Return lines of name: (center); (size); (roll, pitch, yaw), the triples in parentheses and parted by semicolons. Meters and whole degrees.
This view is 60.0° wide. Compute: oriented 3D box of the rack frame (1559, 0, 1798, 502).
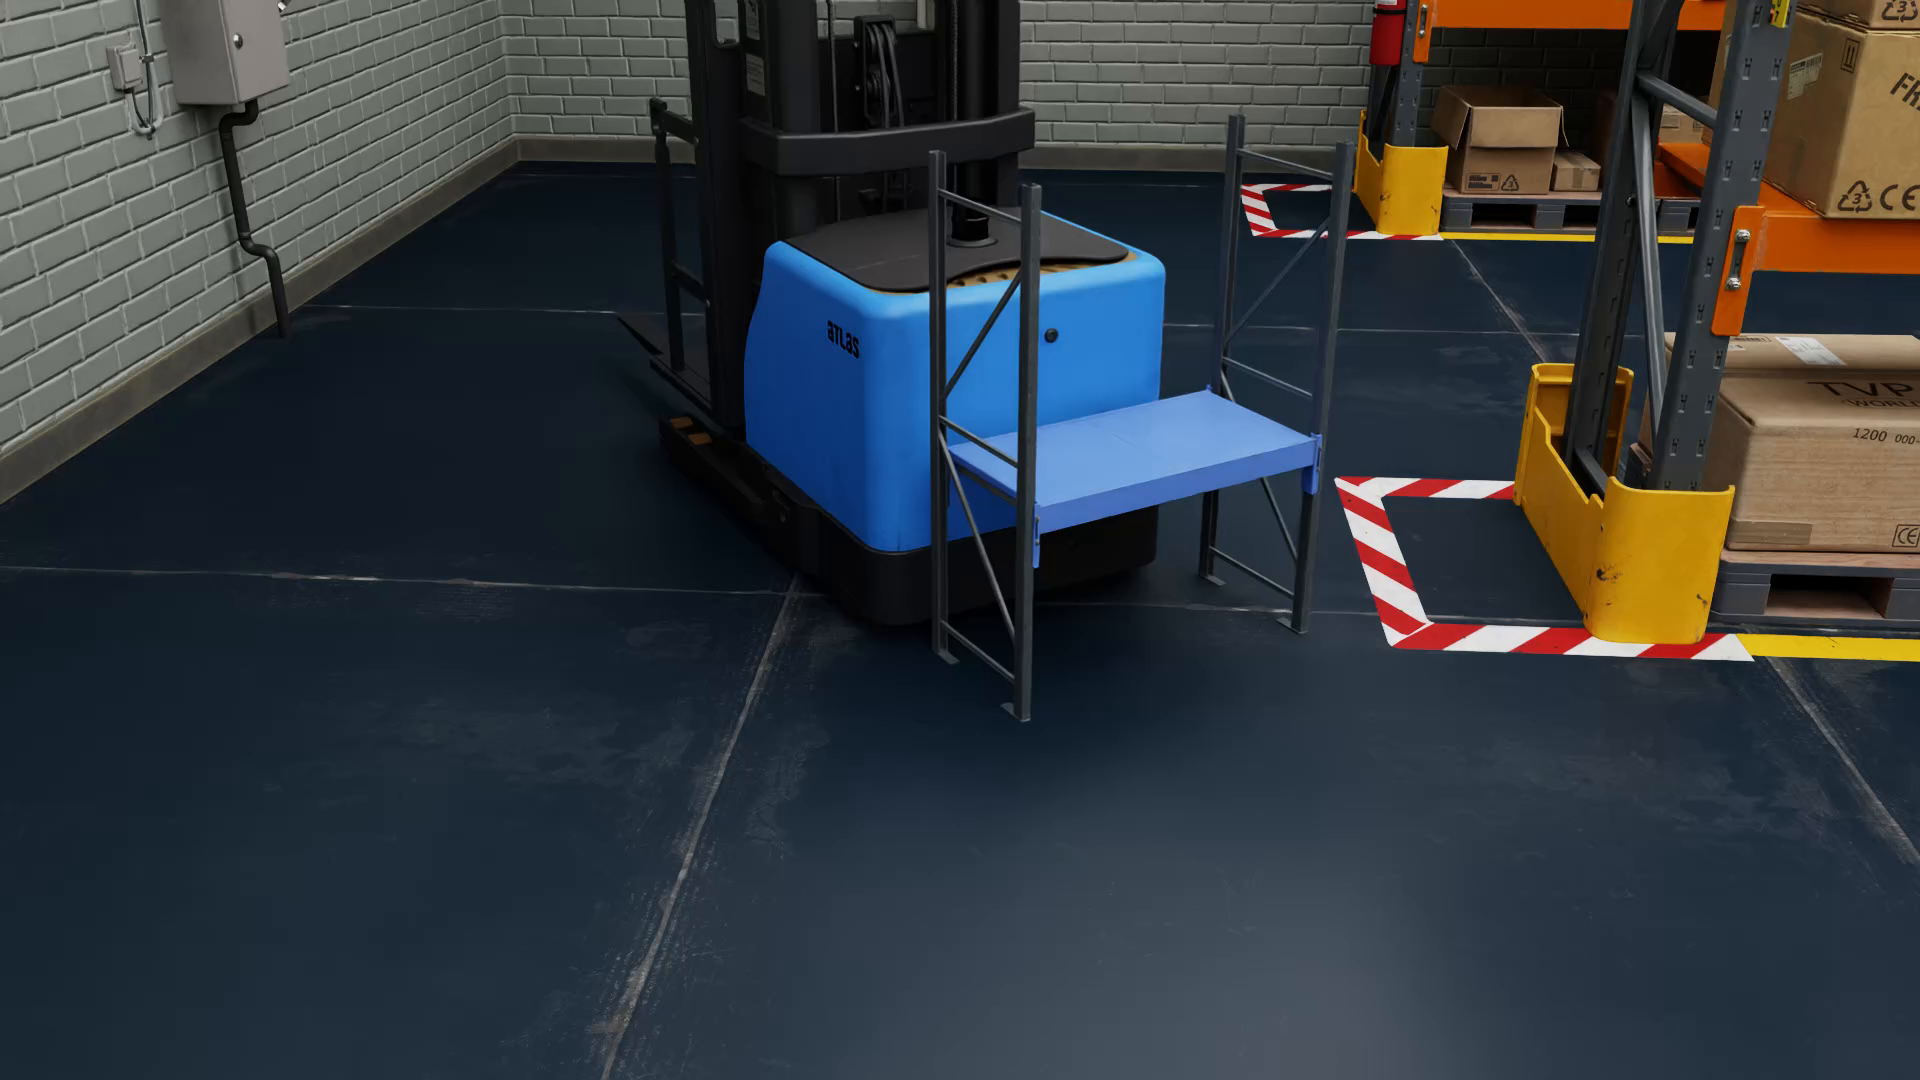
rack frame: (2.174, -1.289, 4.964); (0.127, 3.000, 1.000); (2, 25, 4)

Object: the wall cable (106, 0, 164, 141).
wall cable: (-3.353, -2.513, 6.408); (0.122, 1.984, 0.588); (2, 25, 4)

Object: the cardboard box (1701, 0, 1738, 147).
cardboard box: (2.675, -1.430, 5.149); (0.500, 0.500, 0.500); (2, 25, 4)

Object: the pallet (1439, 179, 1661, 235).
pallet: (3.421, -2.064, 9.983); (1.213, 0.211, 1.003); (2, 25, 4)

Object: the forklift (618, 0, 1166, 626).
forklift: (-0.505, -1.651, 5.832); (1.130, 2.935, 3.031); (-13, 28, -26)

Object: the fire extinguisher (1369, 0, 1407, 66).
fire extinguisher: (2.368, -2.966, 9.146); (0.183, 0.674, 0.296); (2, 25, 4)

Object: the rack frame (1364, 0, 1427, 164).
rack frame: (2.550, -3.358, 9.460); (0.127, 3.000, 1.000); (2, 25, 4)

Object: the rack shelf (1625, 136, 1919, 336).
rack shelf: (4.168, -0.899, 4.975); (4.000, 0.370, 1.077); (2, 25, 4)

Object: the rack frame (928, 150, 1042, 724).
rack frame: (0.057, -0.260, 4.522); (0.032, 1.500, 0.500); (-14, 28, -28)

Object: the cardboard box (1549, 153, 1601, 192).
cardboard box: (3.574, -2.165, 9.775); (0.250, 0.149, 0.380); (1, 25, 2)

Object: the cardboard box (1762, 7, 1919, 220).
cardboard box: (2.631, -1.200, 4.649); (0.500, 0.500, 0.500); (2, 25, 4)

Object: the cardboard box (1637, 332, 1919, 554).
cardboard box: (2.840, -0.337, 5.456); (0.875, 0.438, 0.875); (1, 25, 2)

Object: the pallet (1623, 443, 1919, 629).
pallet: (2.977, -0.030, 5.562); (1.213, 0.211, 1.003); (2, 25, 4)

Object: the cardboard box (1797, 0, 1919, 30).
cardboard box: (2.631, -1.655, 4.442); (0.500, 0.500, 0.500); (1, 25, 3)

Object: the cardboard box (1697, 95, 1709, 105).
cardboard box: (4.522, -2.252, 9.544); (0.500, 0.500, 0.500); (2, 25, 5)

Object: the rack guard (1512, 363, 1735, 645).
rack guard: (2.150, -0.155, 5.488); (0.348, 0.500, 1.175); (2, 25, 4)

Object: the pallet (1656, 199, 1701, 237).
pallet: (4.634, -2.024, 9.896); (1.213, 0.211, 1.003); (2, 25, 4)

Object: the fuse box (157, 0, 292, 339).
fuse box: (-3.144, -1.746, 7.497); (0.414, 1.711, 0.539); (2, 25, 4)

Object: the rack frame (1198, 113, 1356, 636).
rack frame: (0.929, -0.479, 4.997); (0.032, 1.500, 0.500); (-14, 28, -28)

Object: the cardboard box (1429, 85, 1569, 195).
cardboard box: (3.153, -2.356, 9.766); (0.637, 0.503, 0.797); (1, 25, 2)

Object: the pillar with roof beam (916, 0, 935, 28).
pillar with roof beam: (-0.398, -4.751, 5.311); (0.400, 9.000, 9.100); (2, 25, 4)

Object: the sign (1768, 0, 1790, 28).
sign: (2.126, -1.488, 4.264); (0.005, 0.325, 0.100); (2, 25, 4)

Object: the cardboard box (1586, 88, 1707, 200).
cardboard box: (4.002, -2.311, 9.672); (0.500, 0.500, 0.700); (3, 25, 6)

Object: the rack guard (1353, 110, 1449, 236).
rack guard: (2.626, -2.220, 9.977); (0.348, 0.500, 1.175); (2, 25, 4)

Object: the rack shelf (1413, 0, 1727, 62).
rack shelf: (4.545, -2.968, 9.471); (4.000, 0.370, 1.077); (2, 25, 4)

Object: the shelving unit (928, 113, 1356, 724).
shelving unit: (0.493, -0.370, 4.759); (1.048, 1.500, 0.538); (-14, 28, -28)

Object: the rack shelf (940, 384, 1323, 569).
rack shelf: (0.493, -0.206, 4.834); (1.000, 0.185, 0.538); (-14, 28, -28)
